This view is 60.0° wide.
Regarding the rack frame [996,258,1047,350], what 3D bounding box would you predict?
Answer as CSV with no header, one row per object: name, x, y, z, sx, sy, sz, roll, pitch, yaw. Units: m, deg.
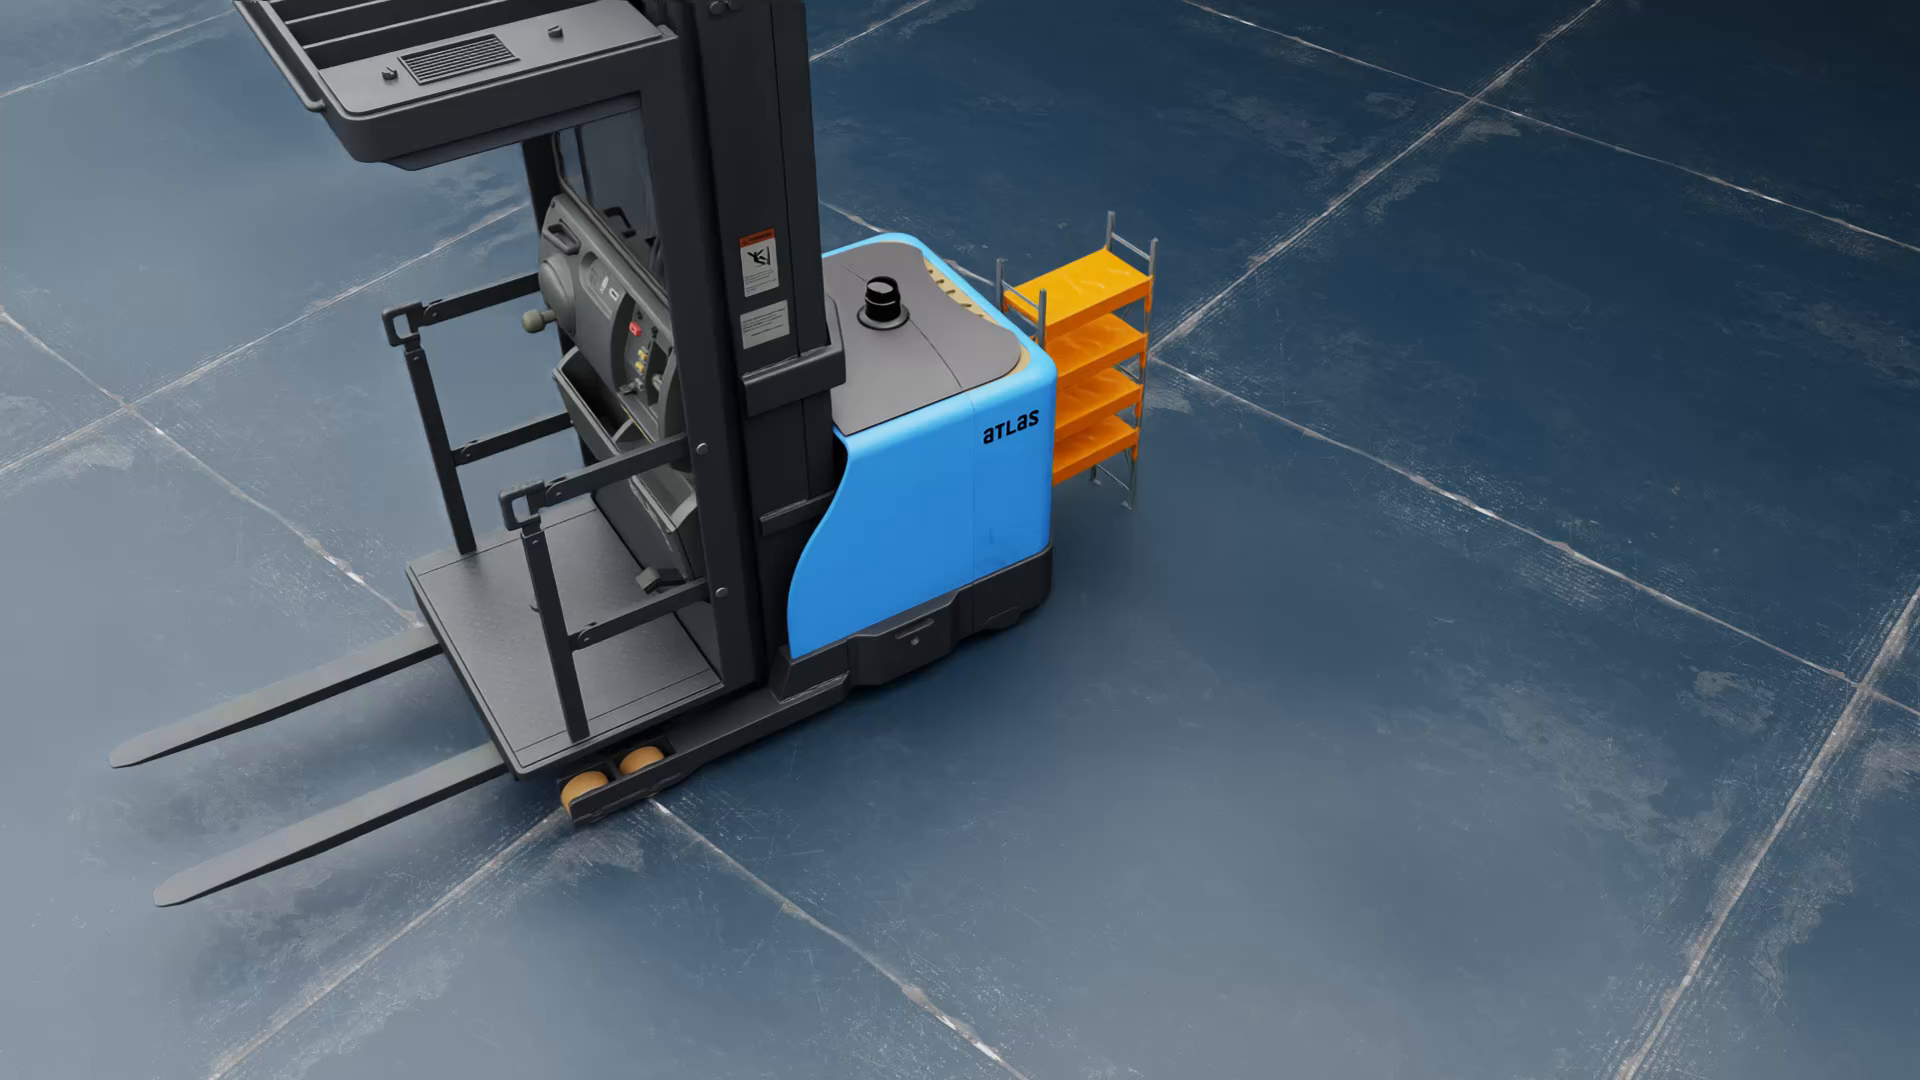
rack frame,0.201,-0.421,5.821,0.015,1.200,0.240,-27,49,-27

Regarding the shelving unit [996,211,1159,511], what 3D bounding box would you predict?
shelving unit,0.394,-0.521,5.931,0.503,1.200,0.258,-27,49,-27

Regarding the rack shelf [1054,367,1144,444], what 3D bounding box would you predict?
rack shelf,0.394,-0.471,5.976,0.480,0.148,0.258,-27,49,-27

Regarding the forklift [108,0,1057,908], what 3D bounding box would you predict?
forklift,-1.195,-0.598,4.729,3.031,2.935,1.130,-23,47,-23

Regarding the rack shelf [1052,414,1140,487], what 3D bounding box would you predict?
rack shelf,0.394,-0.324,6.110,0.480,0.148,0.258,-27,49,-27

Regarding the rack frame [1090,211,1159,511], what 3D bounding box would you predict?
rack frame,0.587,-0.621,6.041,0.015,1.200,0.240,-27,49,-27

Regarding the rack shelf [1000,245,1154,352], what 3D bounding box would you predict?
rack shelf,0.394,-0.812,5.667,0.480,0.148,0.258,-27,49,-27

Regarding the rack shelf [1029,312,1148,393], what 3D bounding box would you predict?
rack shelf,0.394,-0.637,5.826,0.480,0.148,0.258,-27,49,-27
